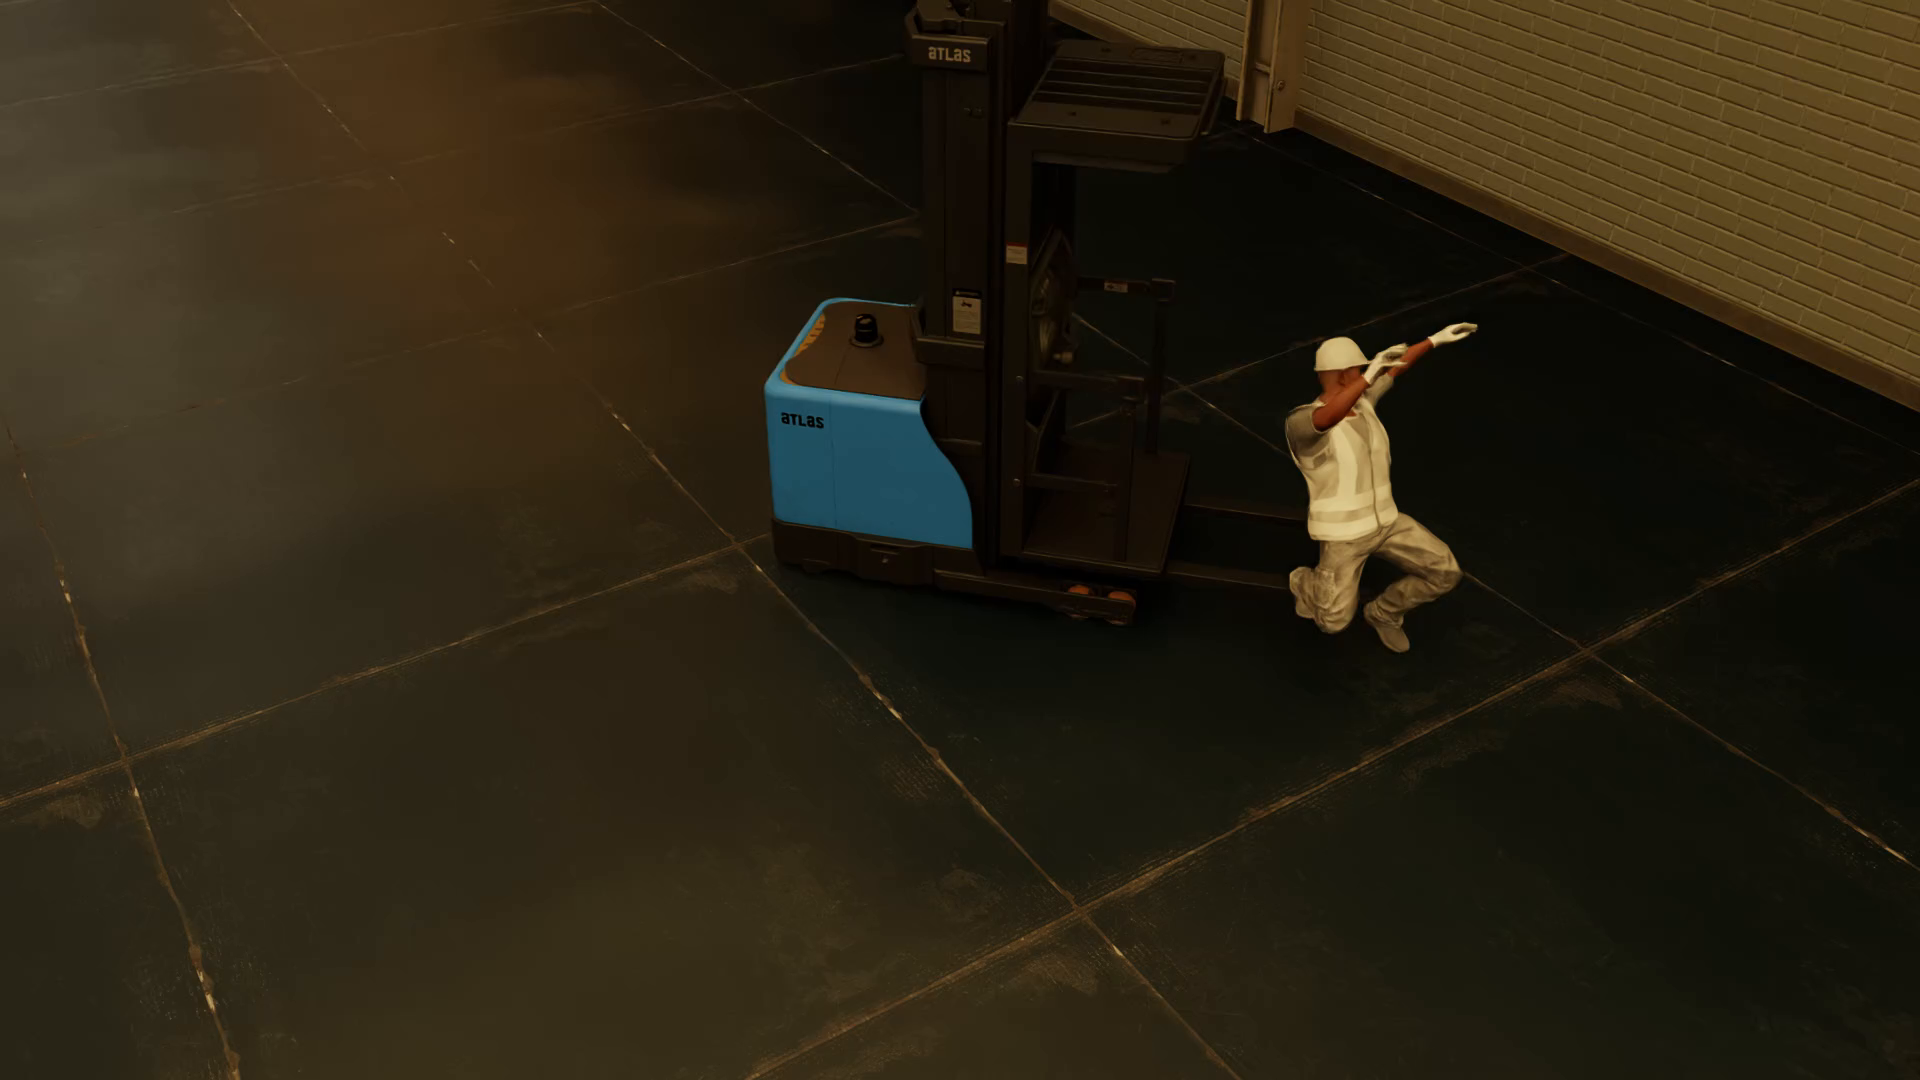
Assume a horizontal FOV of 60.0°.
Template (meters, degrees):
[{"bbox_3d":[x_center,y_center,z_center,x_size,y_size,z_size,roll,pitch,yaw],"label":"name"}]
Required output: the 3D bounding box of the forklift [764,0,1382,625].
[{"bbox_3d":[0.621,-1.122,7.744,3.031,2.935,1.130,8,36,11],"label":"forklift"}]

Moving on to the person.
[{"bbox_3d":[2.000,-0.246,7.550,1.139,1.663,0.831,-20,40,-26],"label":"person"}]
